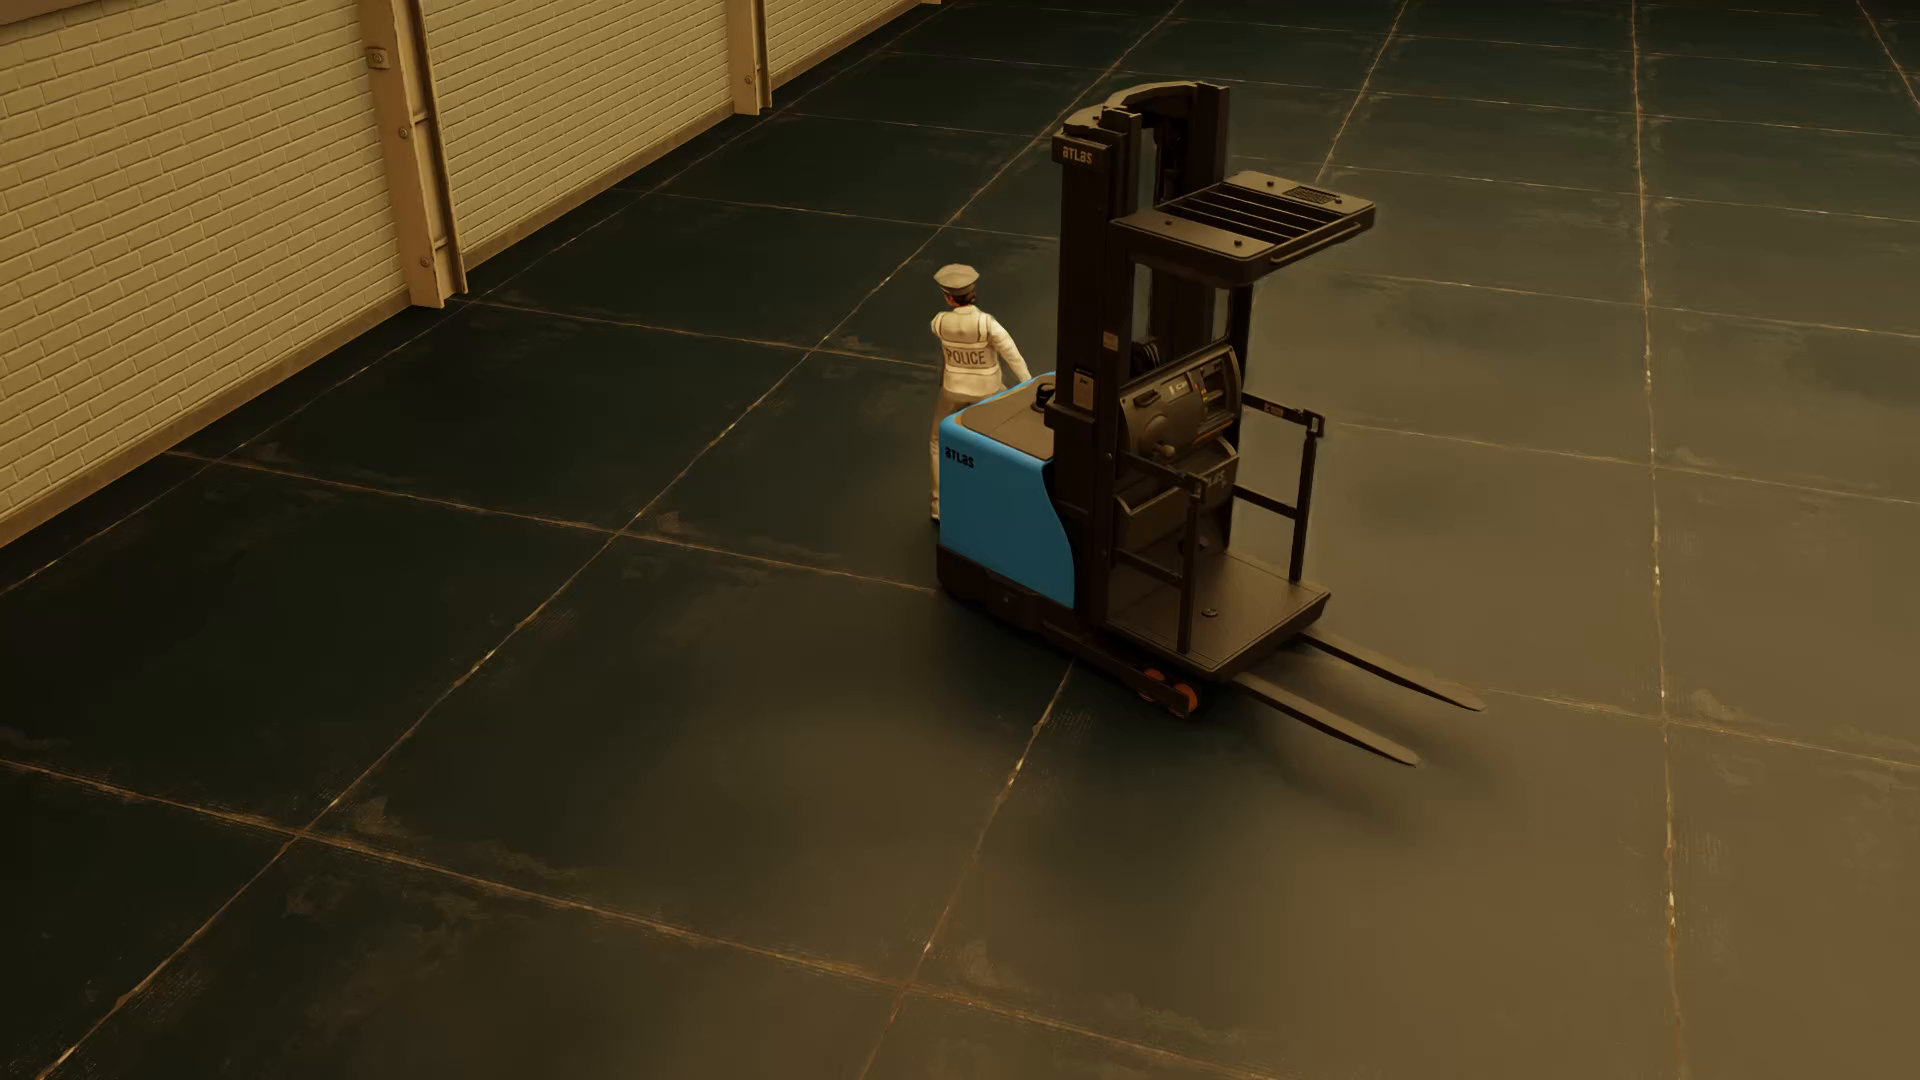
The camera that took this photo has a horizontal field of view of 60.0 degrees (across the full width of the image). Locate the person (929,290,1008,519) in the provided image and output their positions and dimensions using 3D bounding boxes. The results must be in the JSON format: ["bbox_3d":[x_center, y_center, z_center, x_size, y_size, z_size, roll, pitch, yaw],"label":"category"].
[{"bbox_3d":[0.144,-0.928,10.185,0.670,1.538,0.786,3,30,5],"label":"person"}]

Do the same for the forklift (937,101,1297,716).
[{"bbox_3d":[0.883,-0.823,8.644,1.939,2.867,1.129,26,38,37],"label":"forklift"}]
